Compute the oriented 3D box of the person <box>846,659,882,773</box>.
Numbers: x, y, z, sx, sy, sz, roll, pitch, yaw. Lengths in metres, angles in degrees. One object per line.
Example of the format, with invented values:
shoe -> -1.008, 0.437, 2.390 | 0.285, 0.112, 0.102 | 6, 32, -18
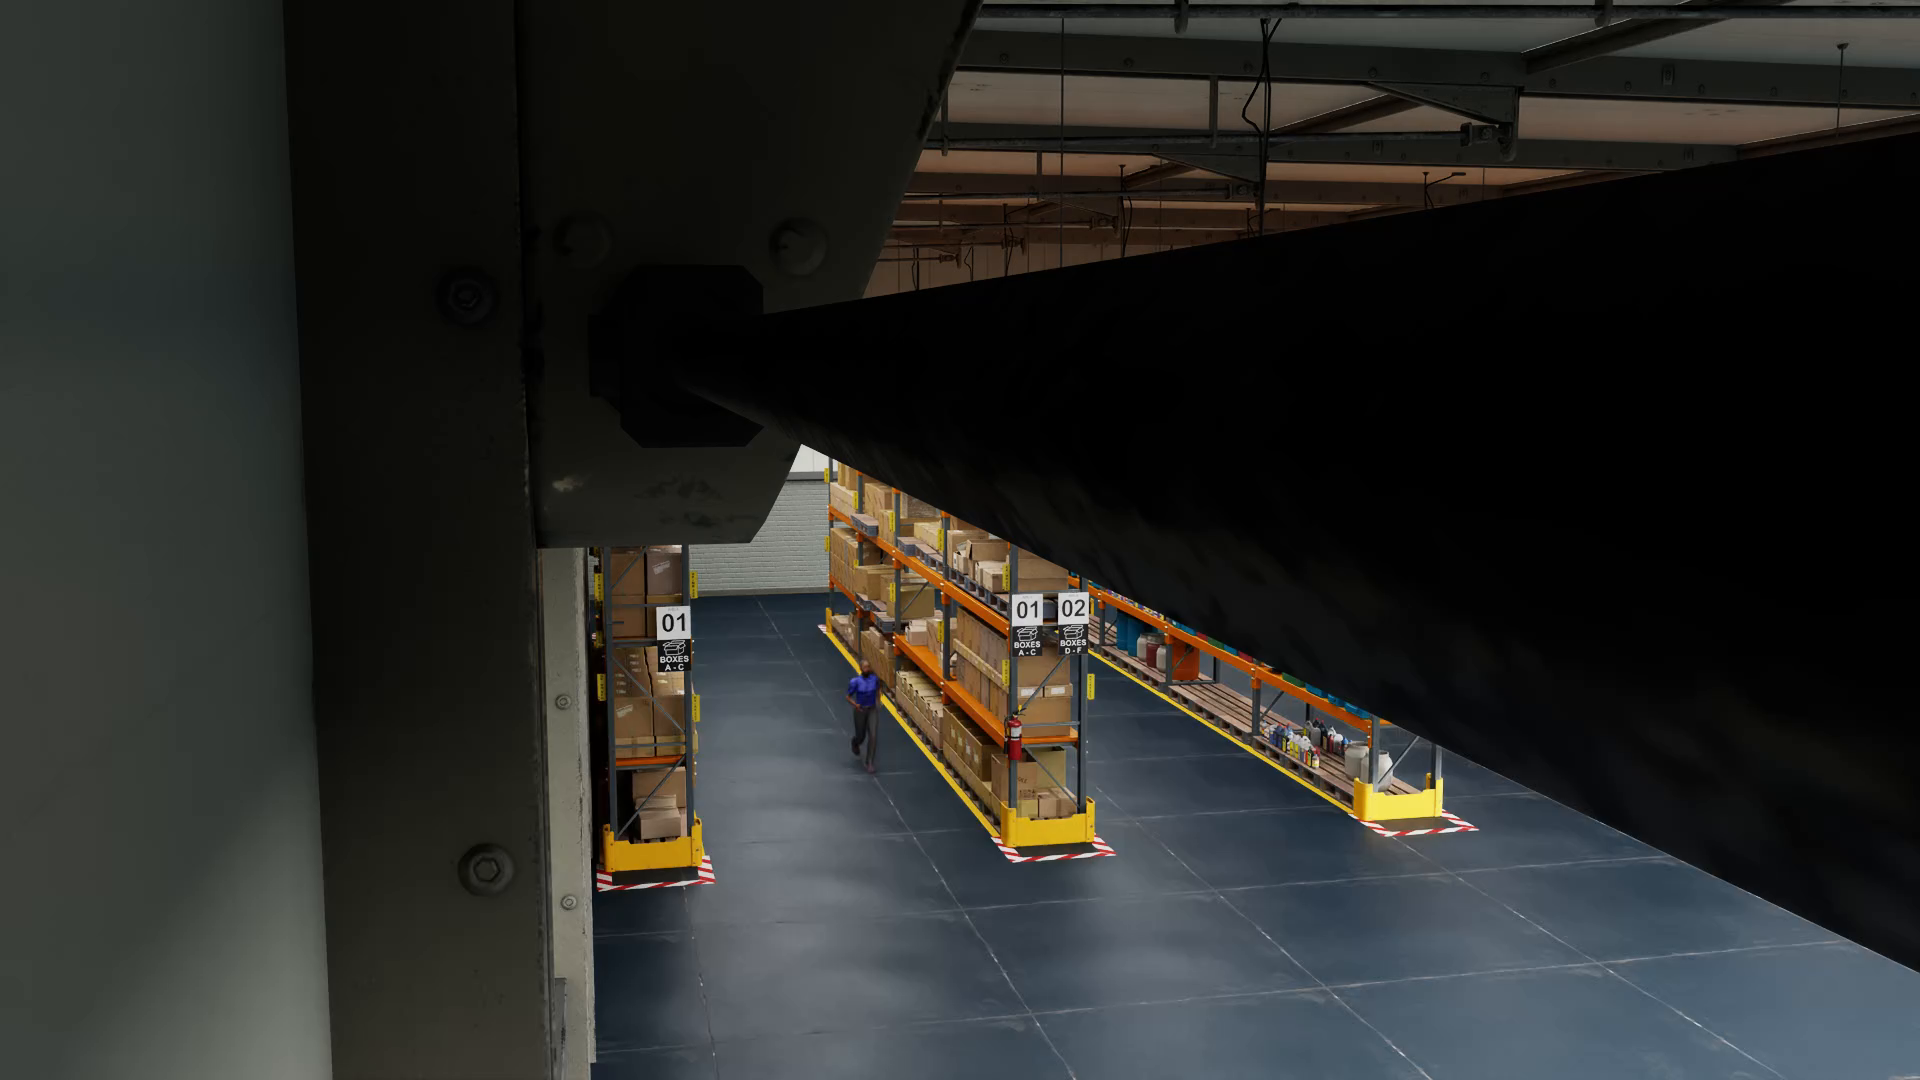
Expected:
person -> -1.416, 2.588, 24.810 | 0.585, 1.648, 0.834 | -2, 7, -19
